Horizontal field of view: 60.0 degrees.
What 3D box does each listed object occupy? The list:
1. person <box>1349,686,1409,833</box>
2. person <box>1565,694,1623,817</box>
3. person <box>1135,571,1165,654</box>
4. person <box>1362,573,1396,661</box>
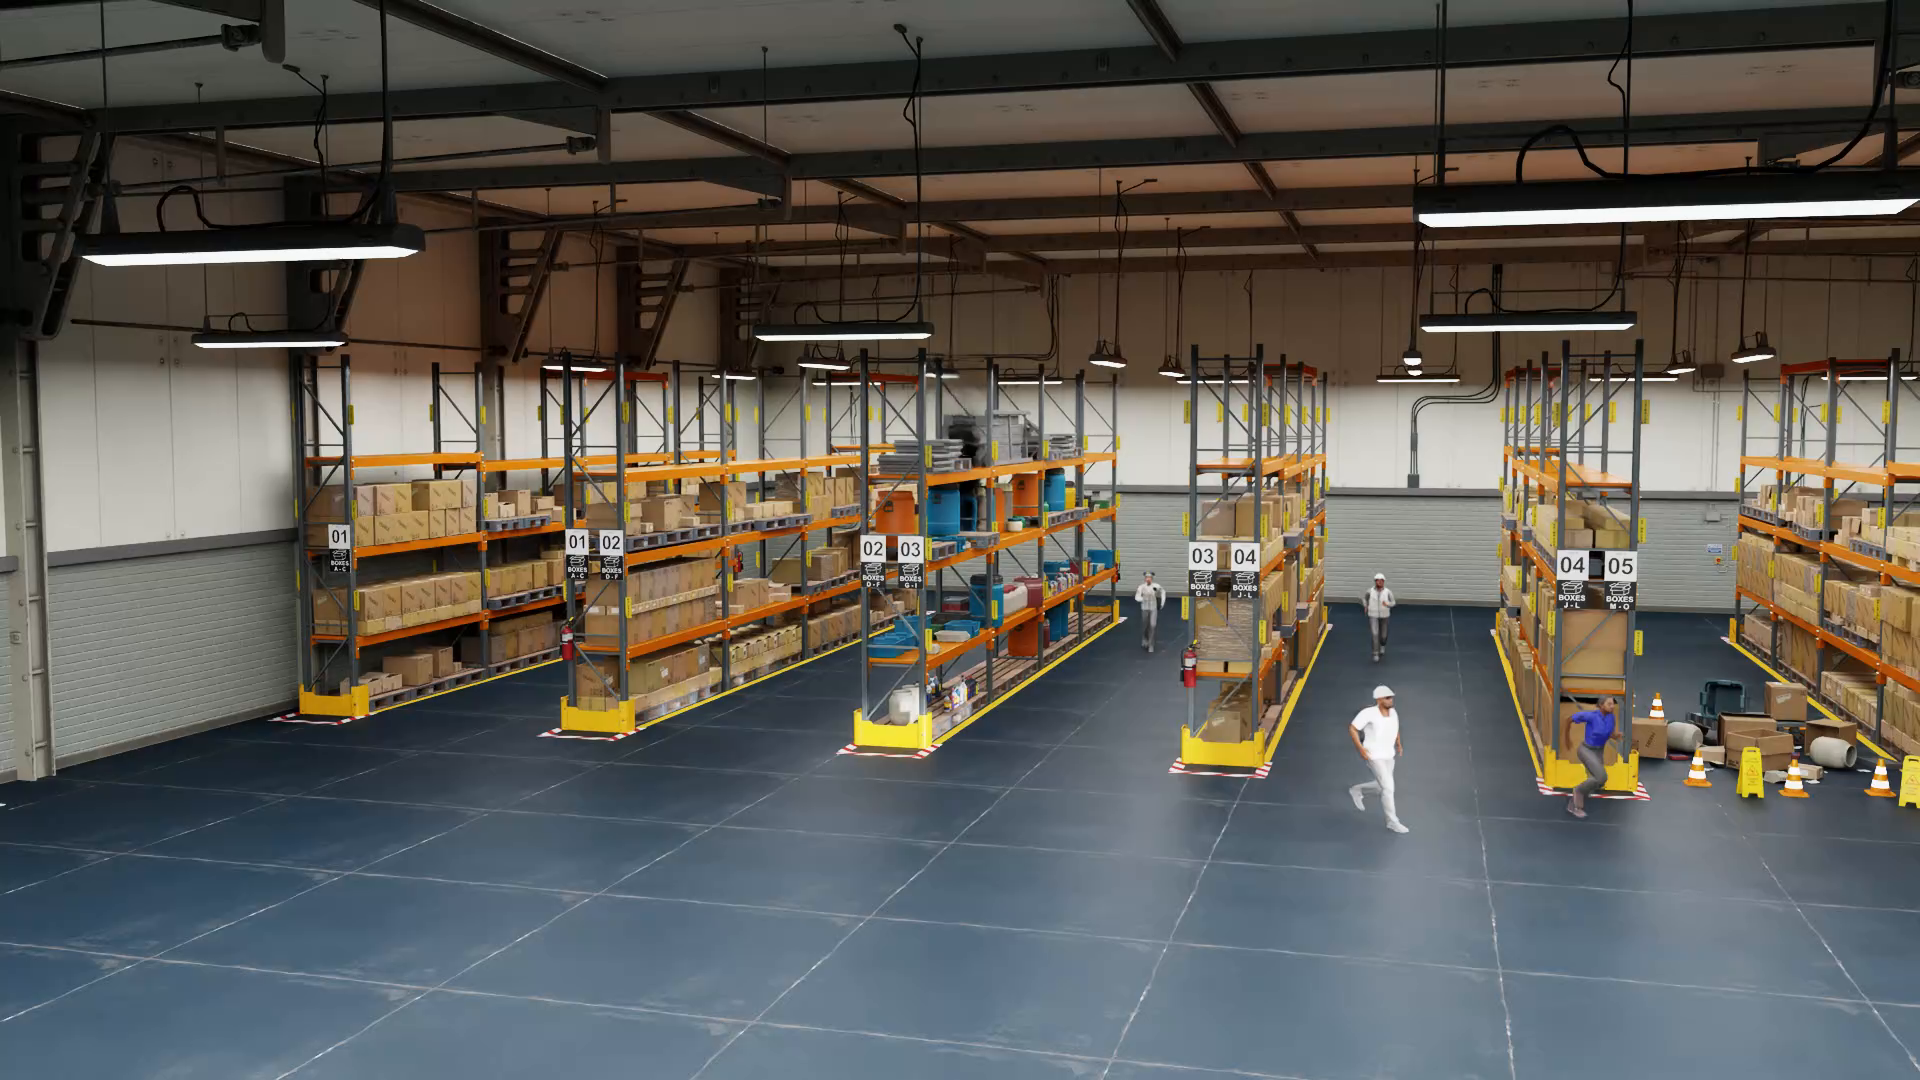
[{"bbox_3d":[5.070,2.627,20.213,0.726,1.749,0.902,-3,5,-34],"label":"person"},{"bbox_3d":[7.851,2.671,20.562,0.562,1.577,0.752,-3,5,-31],"label":"person"},{"bbox_3d":[4.044,1.511,35.355,0.621,1.746,0.880,1,4,11],"label":"person"},{"bbox_3d":[8.557,1.557,33.985,0.663,1.749,0.958,1,4,11],"label":"person"}]
